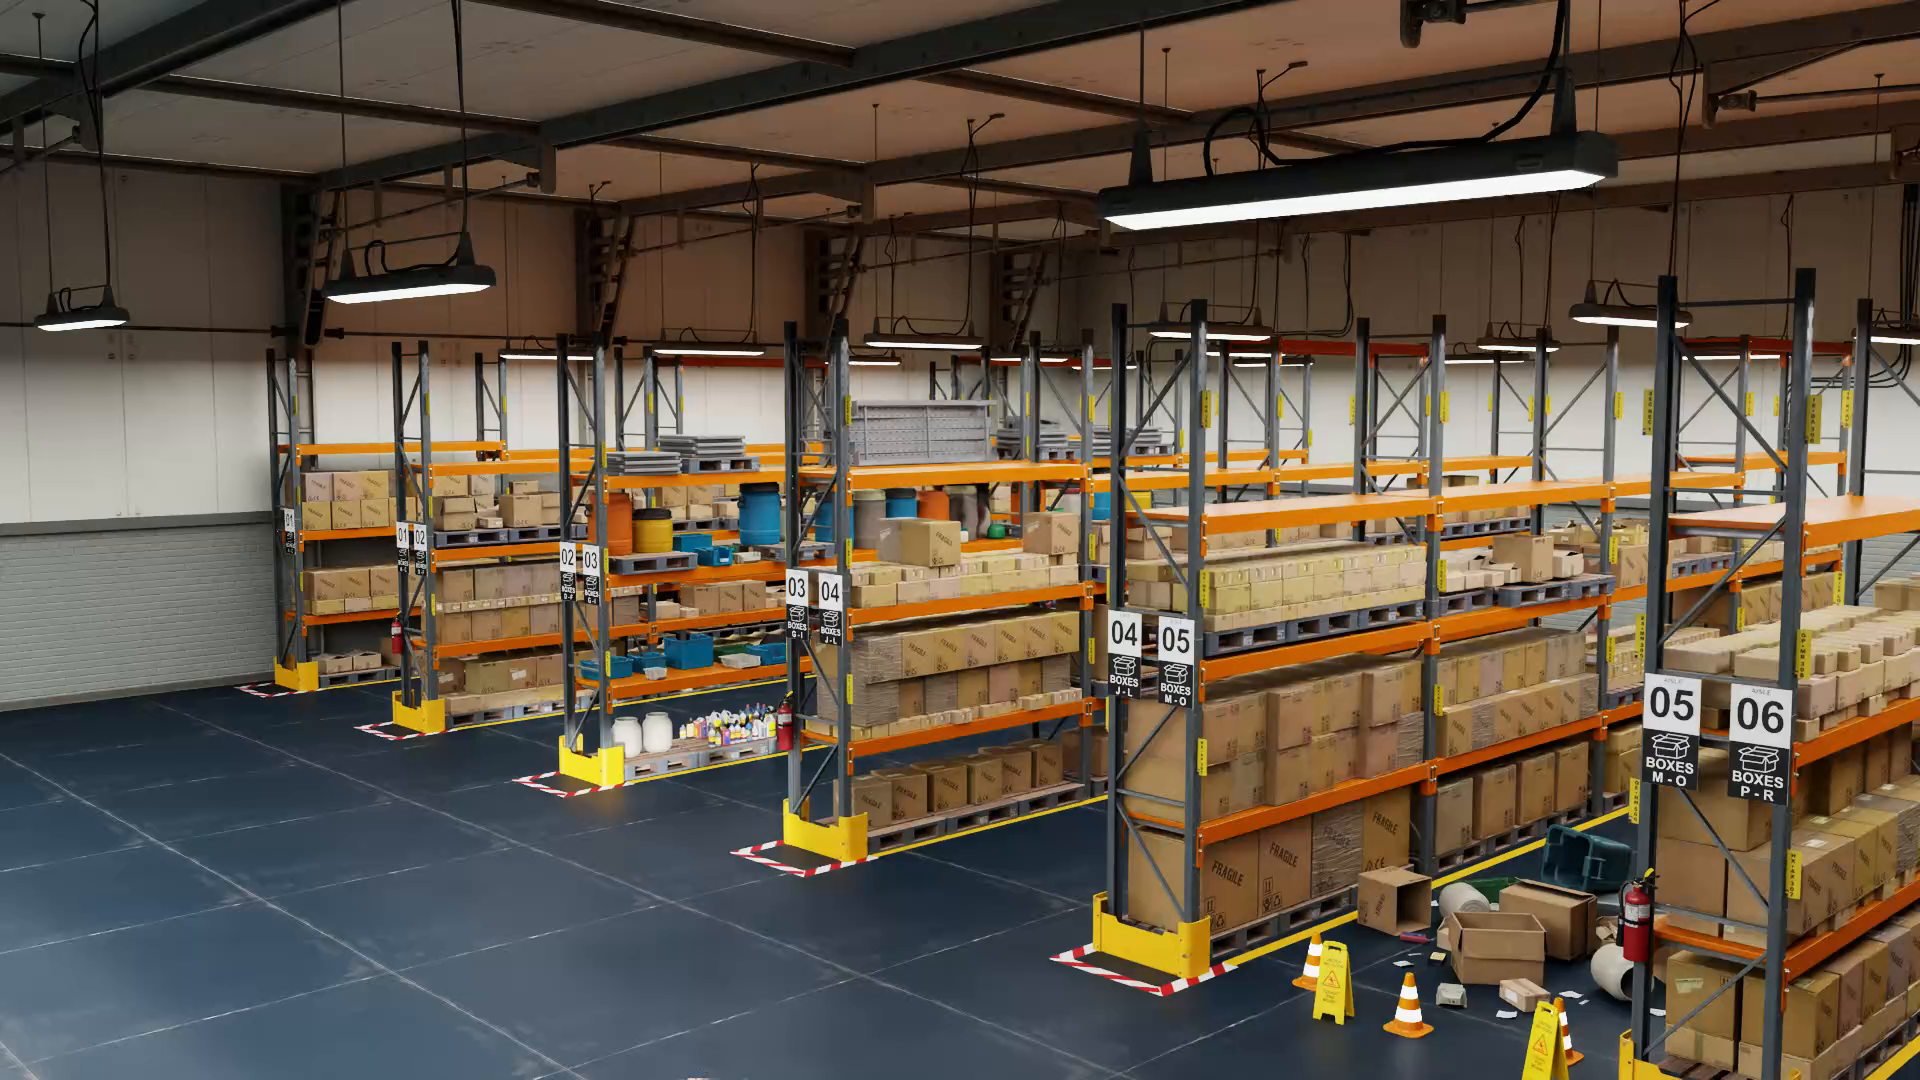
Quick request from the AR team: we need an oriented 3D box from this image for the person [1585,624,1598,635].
[{"bbox_3d":[9.707,2.136,25.325,0.711,1.733,0.667,-3,6,-34],"label":"person"}]
